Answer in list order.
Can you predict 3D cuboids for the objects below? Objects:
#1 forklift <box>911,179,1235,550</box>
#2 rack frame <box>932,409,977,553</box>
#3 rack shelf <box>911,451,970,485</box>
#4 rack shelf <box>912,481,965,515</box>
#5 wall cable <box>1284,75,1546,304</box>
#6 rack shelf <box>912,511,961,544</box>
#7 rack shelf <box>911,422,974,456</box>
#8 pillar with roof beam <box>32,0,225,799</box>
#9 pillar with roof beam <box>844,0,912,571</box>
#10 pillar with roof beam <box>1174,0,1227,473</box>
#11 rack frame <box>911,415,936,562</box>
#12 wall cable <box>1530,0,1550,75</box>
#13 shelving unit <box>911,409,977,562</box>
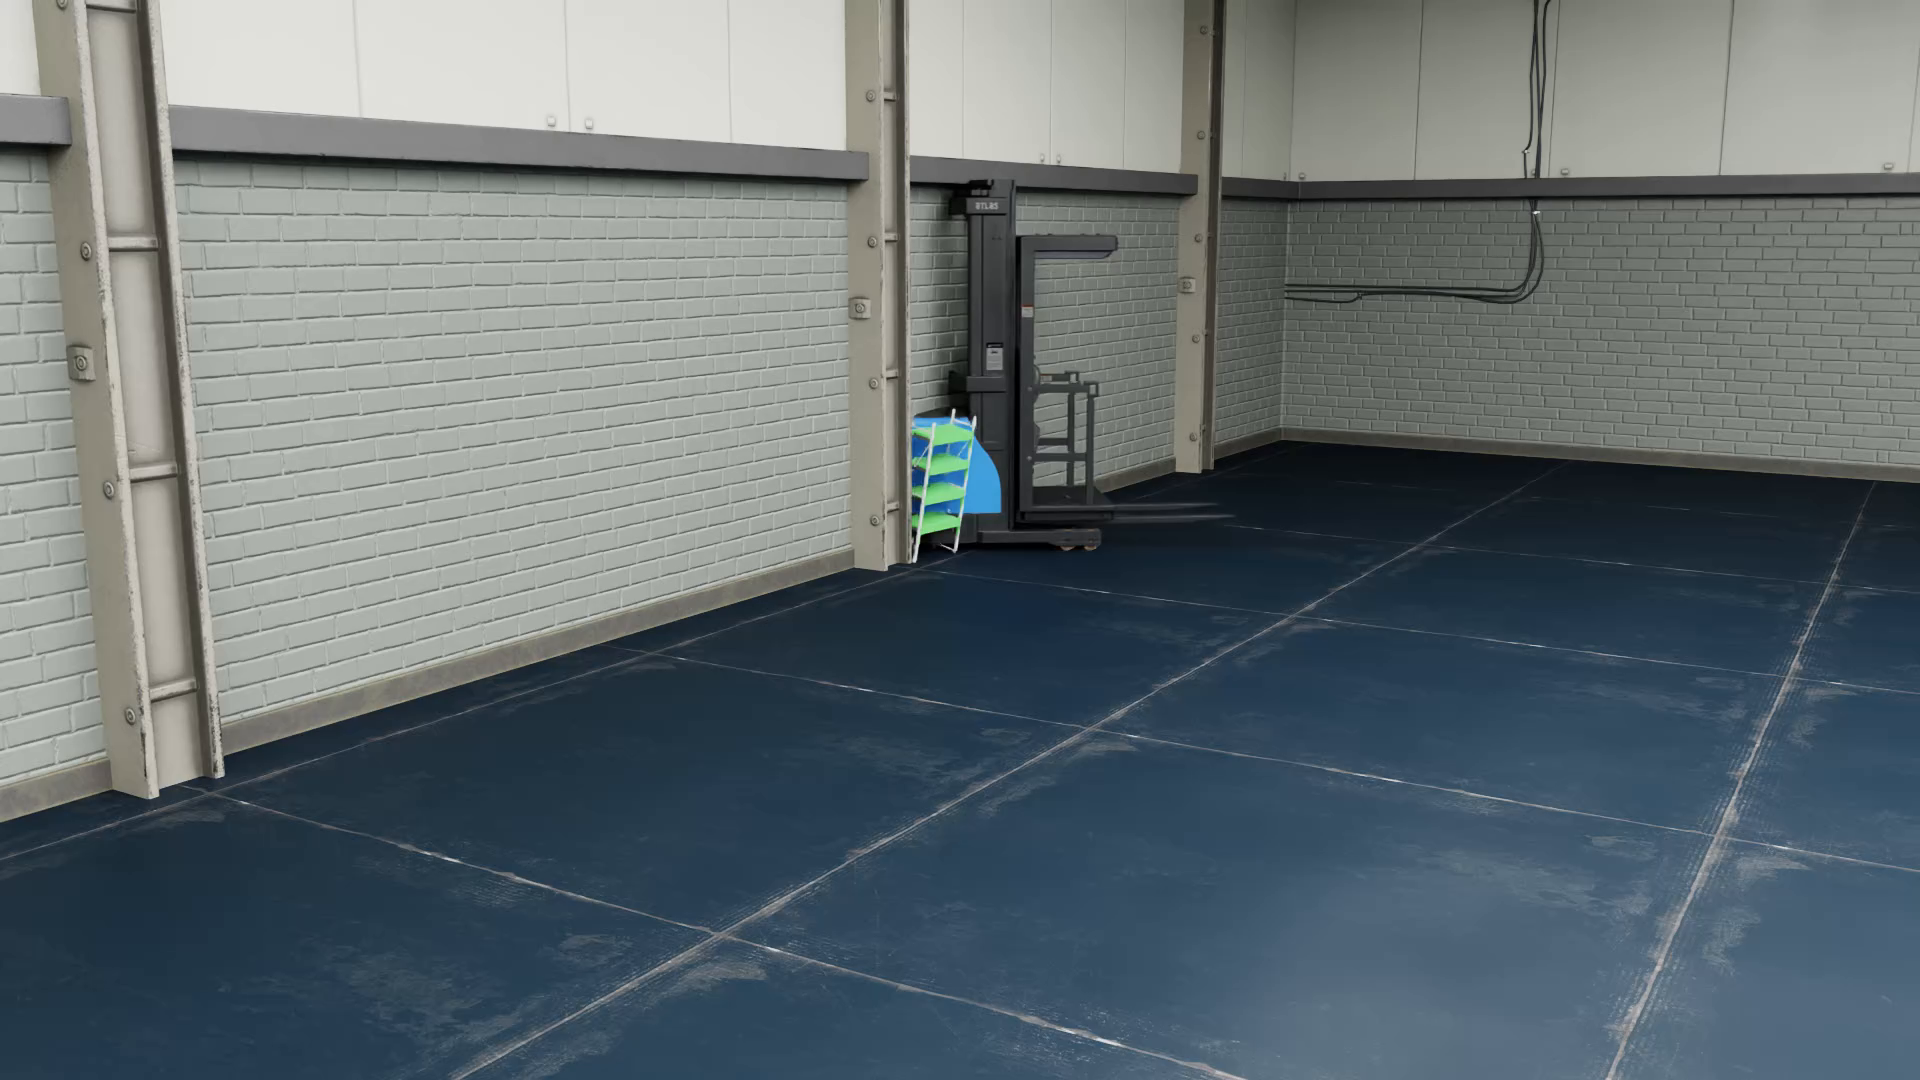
[{"bbox_3d":[0.735,-1.456,13.680,3.031,2.935,1.130,-1,11,-5],"label":"forklift"},{"bbox_3d":[-0.048,-0.434,13.212,0.240,1.200,0.015,22,23,36],"label":"rack frame"},{"bbox_3d":[-0.180,-0.562,12.974,0.258,0.148,0.480,22,23,36],"label":"rack shelf"},{"bbox_3d":[-0.214,-0.337,13.049,0.258,0.148,0.480,22,23,36],"label":"rack shelf"},{"bbox_3d":[5.170,-3.987,19.148,3.097,2.526,0.112,6,12,31],"label":"wall cable"},{"bbox_3d":[-0.247,-0.111,13.124,0.258,0.148,0.480,22,23,36],"label":"rack shelf"},{"bbox_3d":[-0.147,-0.788,12.899,0.258,0.148,0.480,22,23,36],"label":"rack shelf"},{"bbox_3d":[-0.041,-2.878,4.784,9.100,9.000,0.400,6,12,31],"label":"pillar with roof beam"},{"bbox_3d":[3.074,-3.821,9.825,9.100,9.000,0.400,6,12,31],"label":"pillar with roof beam"},{"bbox_3d":[6.189,-4.765,14.865,9.100,9.000,0.400,6,12,31],"label":"pillar with roof beam"},{"bbox_3d":[-0.362,-0.359,12.846,0.240,1.200,0.015,22,23,36],"label":"rack frame"},{"bbox_3d":[7.482,-6.211,17.303,3.097,2.526,0.112,6,12,31],"label":"wall cable"},{"bbox_3d":[-0.205,-0.397,13.029,0.258,1.200,0.503,22,23,36],"label":"shelving unit"}]
